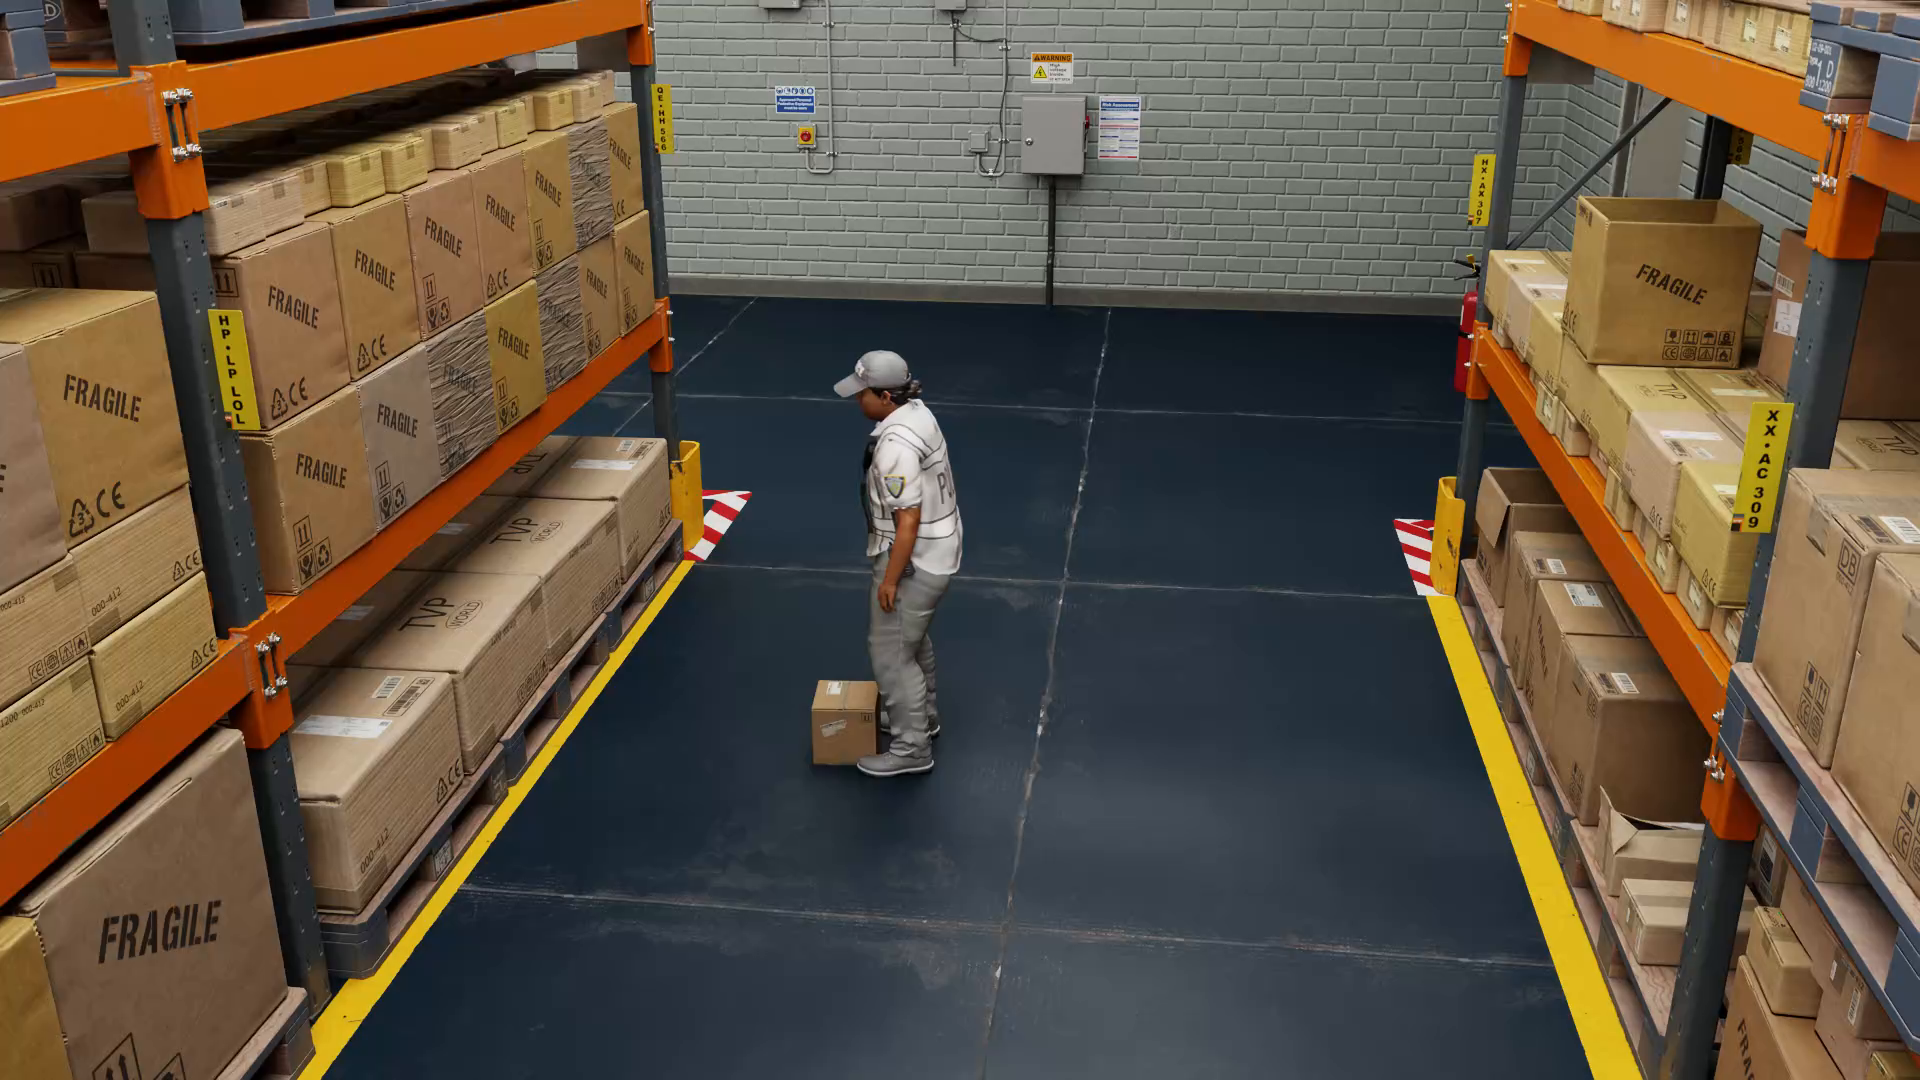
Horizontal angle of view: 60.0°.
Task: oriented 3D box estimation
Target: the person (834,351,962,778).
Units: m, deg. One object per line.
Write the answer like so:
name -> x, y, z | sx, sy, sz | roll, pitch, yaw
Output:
person -> -0.228, 0.078, 6.377 | 0.467, 1.665, 0.538 | 2, 21, 5
